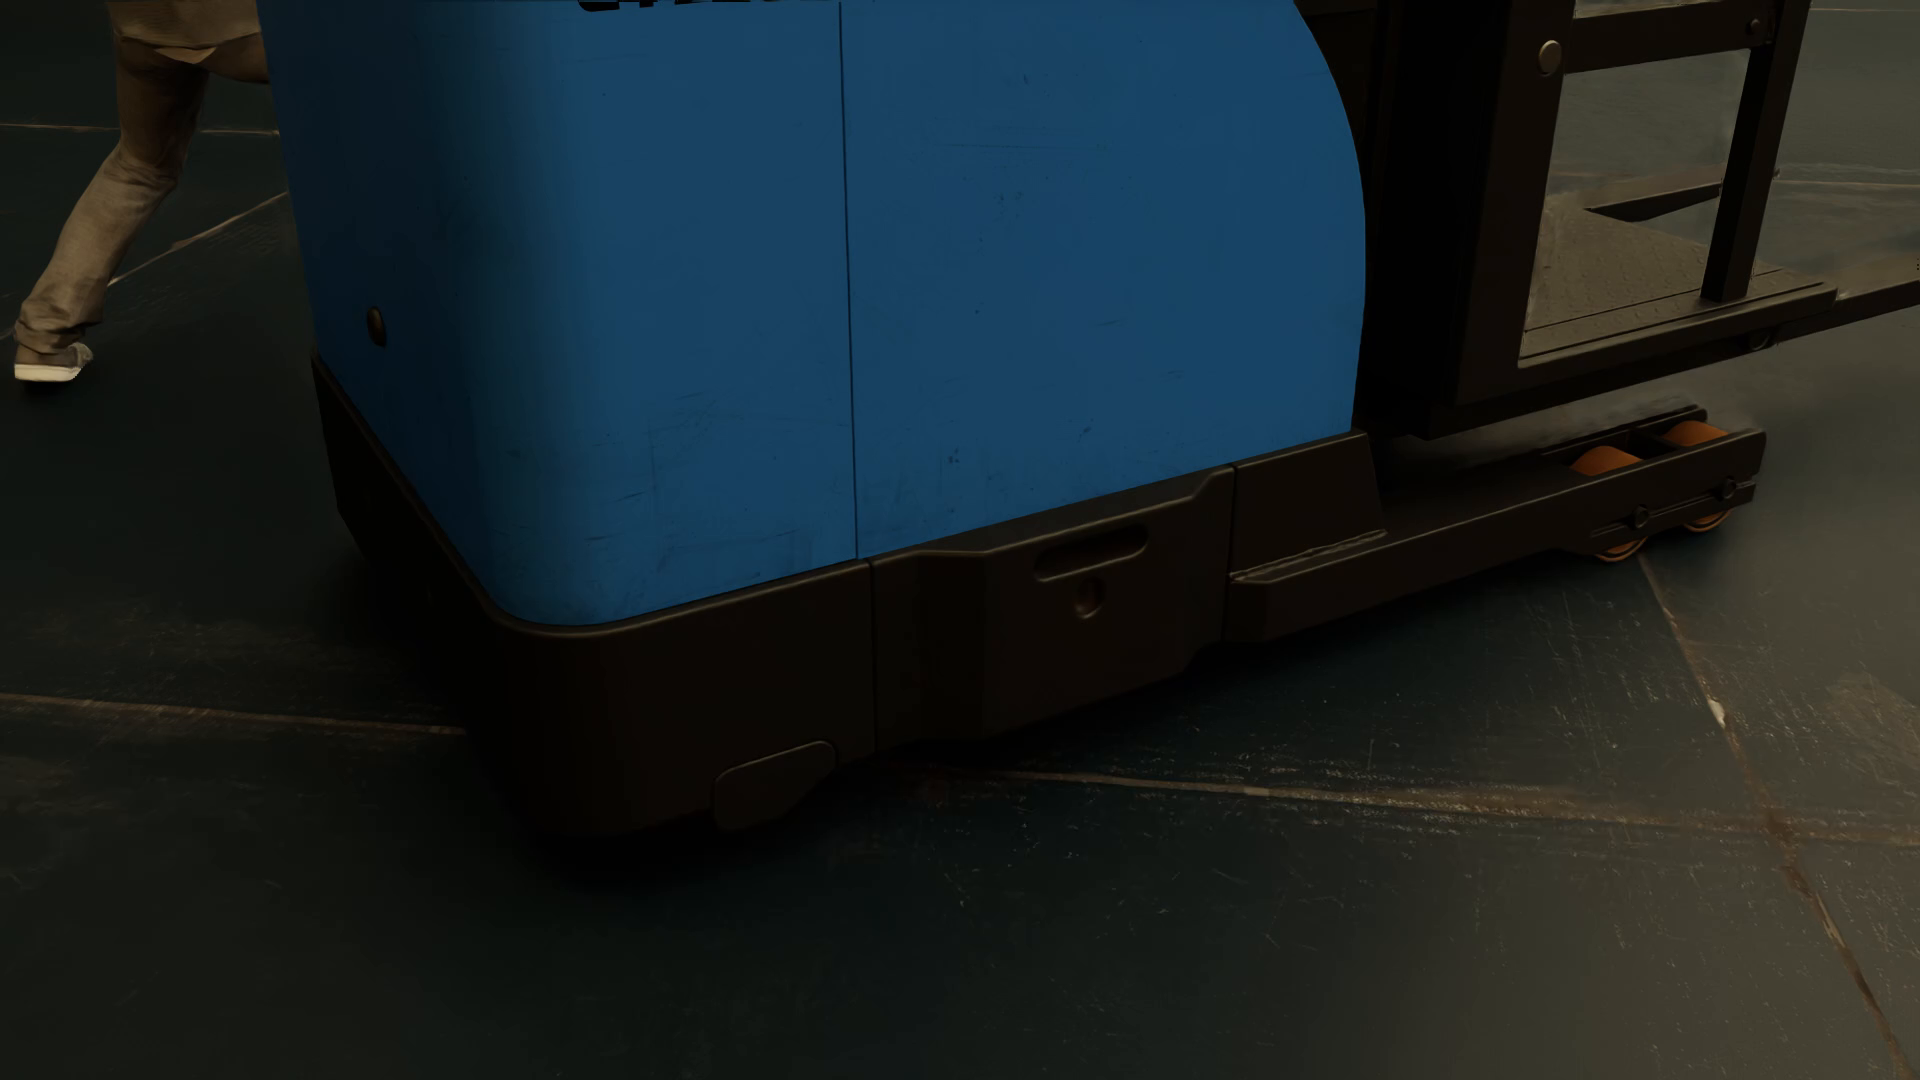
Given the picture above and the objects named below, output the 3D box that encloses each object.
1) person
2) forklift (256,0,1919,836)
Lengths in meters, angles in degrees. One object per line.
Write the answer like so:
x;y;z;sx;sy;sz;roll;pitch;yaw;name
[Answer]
-1.275;-0.978;2.908;0.872;1.447;0.820;15;30;28;person
0.618;-1.467;2.157;3.031;2.935;1.130;-15;30;-27;forklift
